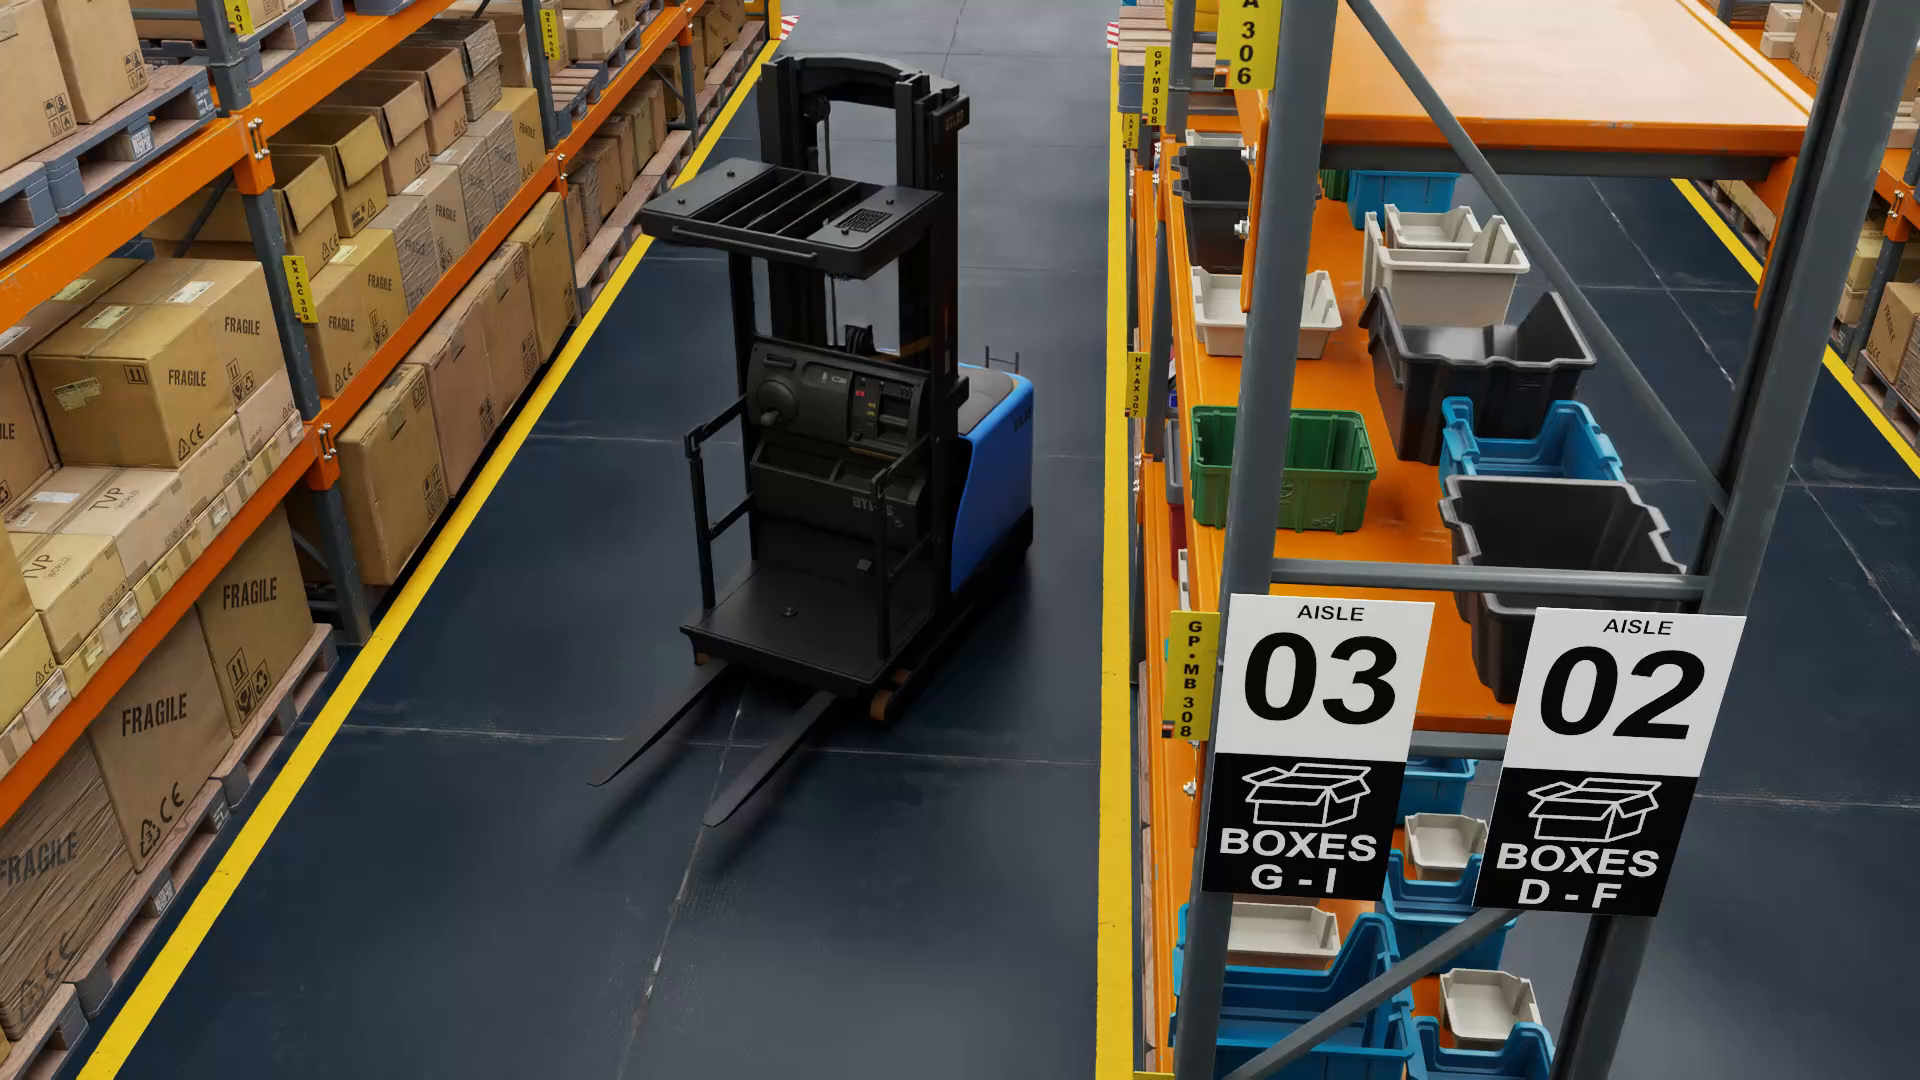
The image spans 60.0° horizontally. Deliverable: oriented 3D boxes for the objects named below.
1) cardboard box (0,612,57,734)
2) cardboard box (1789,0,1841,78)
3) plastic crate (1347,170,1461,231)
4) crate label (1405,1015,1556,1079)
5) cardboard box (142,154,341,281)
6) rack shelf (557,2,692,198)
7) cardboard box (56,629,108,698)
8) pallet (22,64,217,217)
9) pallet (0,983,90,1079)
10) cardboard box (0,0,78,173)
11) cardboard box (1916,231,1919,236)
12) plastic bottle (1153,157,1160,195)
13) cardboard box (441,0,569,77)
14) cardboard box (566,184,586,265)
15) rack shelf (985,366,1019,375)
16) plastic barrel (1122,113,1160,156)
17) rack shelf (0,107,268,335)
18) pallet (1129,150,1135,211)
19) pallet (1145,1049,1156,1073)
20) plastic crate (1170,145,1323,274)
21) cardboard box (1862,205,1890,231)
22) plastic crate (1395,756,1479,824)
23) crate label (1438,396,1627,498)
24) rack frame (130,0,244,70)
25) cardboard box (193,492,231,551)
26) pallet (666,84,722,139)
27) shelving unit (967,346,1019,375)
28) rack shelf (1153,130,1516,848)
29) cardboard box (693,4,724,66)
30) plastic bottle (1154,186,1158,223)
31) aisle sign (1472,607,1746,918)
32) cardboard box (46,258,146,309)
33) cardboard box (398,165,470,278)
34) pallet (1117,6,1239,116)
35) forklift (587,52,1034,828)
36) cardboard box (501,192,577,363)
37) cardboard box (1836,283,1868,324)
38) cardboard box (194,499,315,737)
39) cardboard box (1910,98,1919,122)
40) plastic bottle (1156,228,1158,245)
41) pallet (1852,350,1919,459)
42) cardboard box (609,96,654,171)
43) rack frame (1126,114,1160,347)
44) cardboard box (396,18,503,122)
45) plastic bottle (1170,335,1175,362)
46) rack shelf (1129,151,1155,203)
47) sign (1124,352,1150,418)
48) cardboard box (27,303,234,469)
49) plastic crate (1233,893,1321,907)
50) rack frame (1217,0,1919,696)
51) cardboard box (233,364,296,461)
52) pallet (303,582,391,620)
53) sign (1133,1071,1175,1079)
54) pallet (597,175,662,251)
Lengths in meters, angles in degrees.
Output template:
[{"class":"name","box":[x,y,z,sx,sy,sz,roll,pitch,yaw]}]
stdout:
[{"class":"cardboard box","box":[-3.521,0.484,5.746,0.500,0.250,0.500,1,32,2]},{"class":"cardboard box","box":[6.819,-3.895,12.897,0.500,0.500,0.500,5,32,8]},{"class":"plastic crate","box":[1.597,-1.276,6.042,0.416,0.233,0.300,2,32,4]},{"class":"crate label","box":[1.375,1.463,4.400,0.416,0.233,0.303,2,32,4]},{"class":"cardboard box","box":[-3.540,-1.575,8.176,0.797,0.503,0.637,2,32,3]},{"class":"rack shelf","box":[-3.095,-3.602,13.202,1.077,0.370,4.000,2,32,4]},{"class":"cardboard box","box":[-3.428,0.452,6.178,0.380,0.149,0.250,2,32,3]},{"class":"pallet","box":[-3.661,-1.583,6.465,1.003,0.211,1.213,2,32,4]},{"class":"pallet","box":[-3.922,2.086,5.944,1.003,0.211,1.213,2,32,4]},{"class":"cardboard box","box":[-3.636,-1.619,5.849,0.700,0.500,0.500,4,32,6]},{"class":"cardboard box","box":[6.950,-1.946,11.515,0.500,0.311,0.500,3,32,6]},{"class":"plastic bottle","box":[1.284,-2.324,10.566,0.097,0.271,0.097,0,32,0]},{"class":"cardboard box","box":[-3.308,-3.664,12.122,0.700,0.500,0.500,7,32,11]},{"class":"cardboard box","box":[-3.223,-2.337,12.427,0.700,0.500,0.500,1,32,1]},{"class":"rack shelf","box":[0.182,-0.790,9.291,0.215,0.259,0.240,14,34,22]},{"class":"plastic barrel","box":[1.414,-2.965,11.352,0.600,0.536,0.708,2,32,4]},{"class":"rack shelf","box":[-3.746,-0.696,5.627,1.077,0.370,4.000,2,32,4]},{"class":"pallet","box":[1.979,-3.143,14.430,1.003,0.211,1.213,2,32,4]},{"class":"pallet","box":[1.133,2.290,5.614,1.003,0.211,1.213,2,32,4]},{"class":"plastic crate","box":[0.978,-1.143,5.792,0.497,0.269,0.590,2,32,4]},{"class":"cardboard box","box":[6.448,-2.241,11.994,0.500,0.311,0.500,2,32,3]},{"class":"plastic crate","box":[1.483,0.774,5.517,0.416,0.233,0.300,2,32,4]},{"class":"crate label","box":[1.424,-0.150,4.198,0.408,0.251,0.502,2,32,4]},{"class":"rack frame","box":[-3.584,-3.325,6.349,1.000,3.000,0.127,2,32,4]},{"class":"cardboard box","box":[-3.345,-0.087,7.053,0.380,0.149,0.250,3,32,5]},{"class":"pallet","box":[-2.913,-4.120,16.014,1.003,0.211,1.213,2,32,4]},{"class":"shelving unit","box":[0.182,-0.558,9.435,0.215,1.050,0.252,14,34,22]},{"class":"rack shelf","box":[1.190,-0.484,5.284,1.077,0.370,4.000,2,32,4]},{"class":"cardboard box","box":[-2.759,-5.194,17.082,0.500,0.500,0.500,5,32,9]},{"class":"plastic bottle","box":[1.227,-2.079,10.156,0.061,0.283,0.133,2,32,4]},{"class":"aisle sign","box":[1.317,0.476,3.422,0.394,0.787,0.004,2,32,4]},{"class":"cardboard box","box":[-3.877,-0.914,7.298,0.500,0.500,0.500,2,32,4]},{"class":"cardboard box","box":[-3.179,-1.839,9.559,0.500,0.500,0.500,3,32,5]},{"class":"pallet","box":[1.319,-2.170,7.514,1.213,0.211,1.003,2,32,4]},{"class":"forklift","box":[-0.690,-0.620,7.743,1.130,2.935,3.031,14,34,22]},{"class":"cardboard box","box":[-3.335,-1.777,11.180,1.225,0.875,0.875,1,32,2]},{"class":"cardboard box","box":[6.415,-1.731,11.701,0.500,0.250,0.500,3,32,5]},{"class":"cardboard box","box":[-3.717,0.296,7.815,0.875,0.875,0.875,2,32,4]},{"class":"cardboard box","box":[6.881,-2.859,11.396,0.500,0.311,0.500,2,32,3]},{"class":"plastic bottle","box":[1.209,-1.841,9.782,0.097,0.271,0.097,0,32,0]},{"class":"pallet","box":[6.517,-0.862,10.727,1.003,0.211,1.213,2,32,4]},{"class":"cardboard box","box":[-3.061,-3.509,14.328,0.700,0.500,0.500,2,32,4]},{"class":"rack frame","box":[1.679,-2.651,10.973,1.000,3.000,0.127,2,32,4]},{"class":"cardboard box","box":[-3.334,-2.951,10.408,0.797,0.503,0.637,3,32,6]},{"class":"plastic bottle","box":[1.036,-0.853,8.166,0.061,0.283,0.133,2,32,4]},{"class":"rack shelf","box":[1.841,-3.391,12.859,1.077,0.370,4.000,2,32,4]},{"class":"sign","box":[0.805,-0.702,7.546,0.100,0.325,0.005,2,32,4]},{"class":"cardboard box","box":[-3.399,-0.640,6.854,0.500,0.500,0.500,3,32,4]},{"class":"plastic crate","box":[0.951,1.034,5.188,0.396,0.136,0.243,2,32,4]},{"class":"rack frame","box":[1.027,-1.022,2.611,1.000,3.000,0.127,2,32,4]},{"class":"cardboard box","box":[-3.358,-0.592,7.491,0.500,0.250,0.500,2,32,3]},{"class":"pallet","box":[-3.596,0.009,9.314,1.003,0.211,1.213,2,32,4]},{"class":"sign","box":[0.478,1.448,4.167,0.100,0.325,0.005,2,32,4]},{"class":"pallet","box":[-3.091,-2.720,13.743,1.003,0.211,1.213,2,32,4]}]
